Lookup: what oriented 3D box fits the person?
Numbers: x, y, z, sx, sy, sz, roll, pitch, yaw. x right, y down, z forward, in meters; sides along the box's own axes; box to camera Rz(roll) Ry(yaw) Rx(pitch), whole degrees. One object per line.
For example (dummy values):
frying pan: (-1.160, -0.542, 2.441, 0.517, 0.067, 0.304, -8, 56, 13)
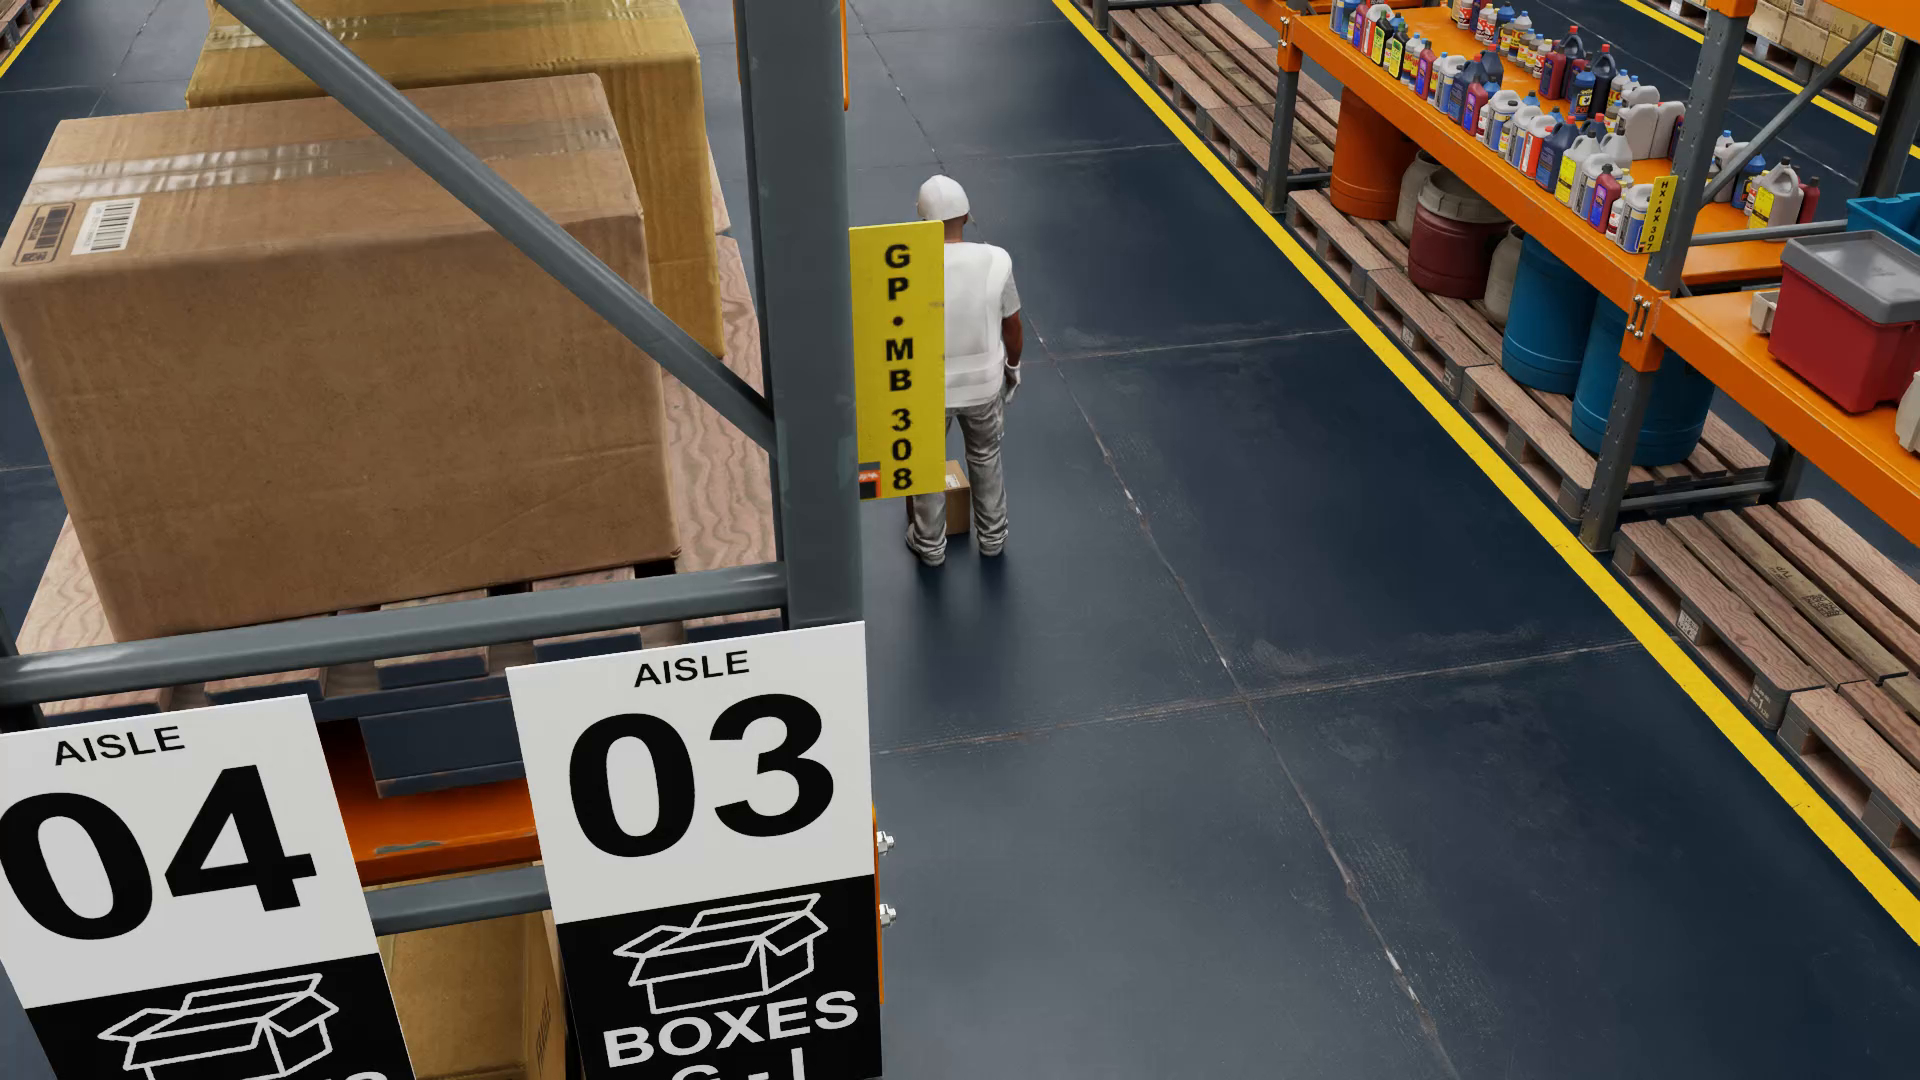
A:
person: (-0.032, -0.694, 7.161, 0.614, 1.773, 0.450, -8, 35, -11)
